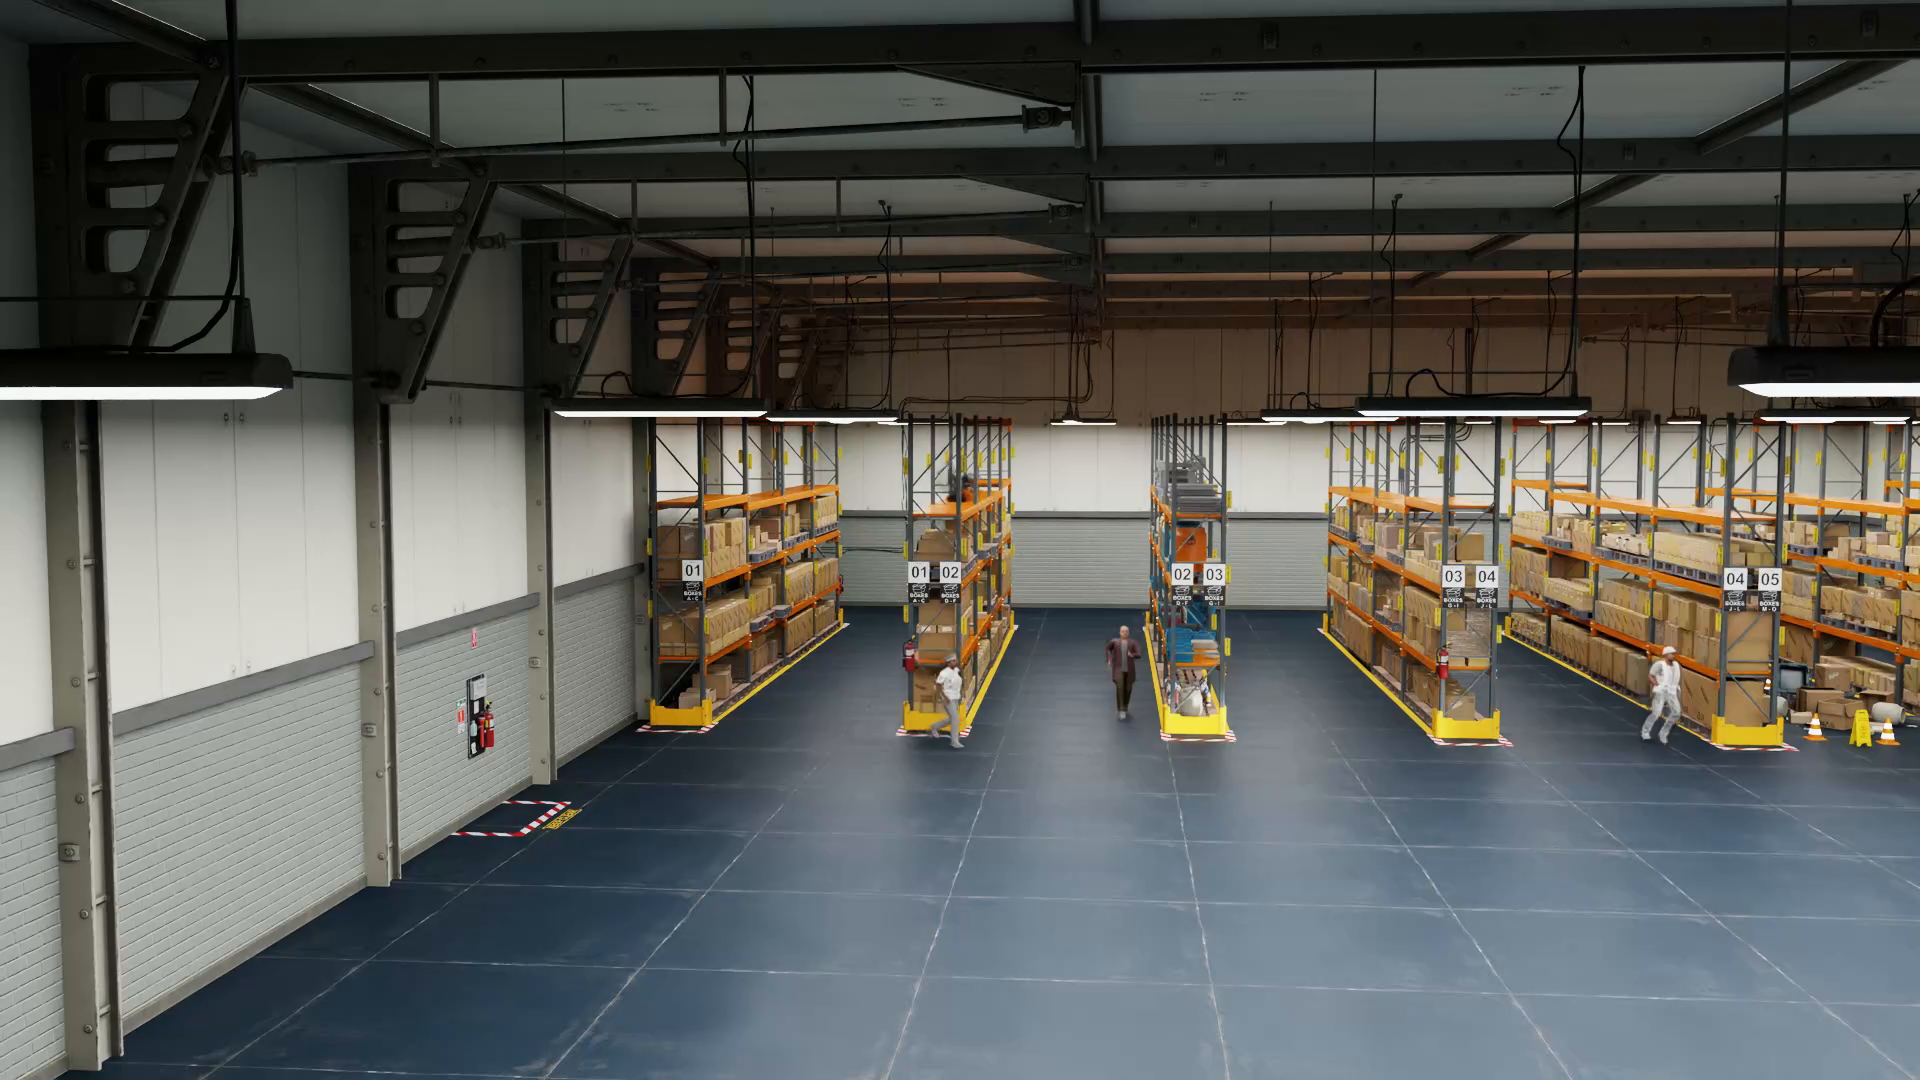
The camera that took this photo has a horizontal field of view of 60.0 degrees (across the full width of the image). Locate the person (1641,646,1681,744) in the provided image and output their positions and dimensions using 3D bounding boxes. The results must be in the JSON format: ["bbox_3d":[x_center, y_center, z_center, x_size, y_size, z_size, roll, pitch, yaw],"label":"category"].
[{"bbox_3d":[12.867,2.819,30.285,0.744,1.771,0.651,-1,4,-12],"label":"person"}]

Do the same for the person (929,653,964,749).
[{"bbox_3d":[-0.201,2.870,29.942,0.759,1.690,0.596,3,5,35],"label":"person"}]

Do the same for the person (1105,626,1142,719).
[{"bbox_3d":[3.245,2.585,32.901,0.695,1.780,1.046,0,4,-1],"label":"person"}]
